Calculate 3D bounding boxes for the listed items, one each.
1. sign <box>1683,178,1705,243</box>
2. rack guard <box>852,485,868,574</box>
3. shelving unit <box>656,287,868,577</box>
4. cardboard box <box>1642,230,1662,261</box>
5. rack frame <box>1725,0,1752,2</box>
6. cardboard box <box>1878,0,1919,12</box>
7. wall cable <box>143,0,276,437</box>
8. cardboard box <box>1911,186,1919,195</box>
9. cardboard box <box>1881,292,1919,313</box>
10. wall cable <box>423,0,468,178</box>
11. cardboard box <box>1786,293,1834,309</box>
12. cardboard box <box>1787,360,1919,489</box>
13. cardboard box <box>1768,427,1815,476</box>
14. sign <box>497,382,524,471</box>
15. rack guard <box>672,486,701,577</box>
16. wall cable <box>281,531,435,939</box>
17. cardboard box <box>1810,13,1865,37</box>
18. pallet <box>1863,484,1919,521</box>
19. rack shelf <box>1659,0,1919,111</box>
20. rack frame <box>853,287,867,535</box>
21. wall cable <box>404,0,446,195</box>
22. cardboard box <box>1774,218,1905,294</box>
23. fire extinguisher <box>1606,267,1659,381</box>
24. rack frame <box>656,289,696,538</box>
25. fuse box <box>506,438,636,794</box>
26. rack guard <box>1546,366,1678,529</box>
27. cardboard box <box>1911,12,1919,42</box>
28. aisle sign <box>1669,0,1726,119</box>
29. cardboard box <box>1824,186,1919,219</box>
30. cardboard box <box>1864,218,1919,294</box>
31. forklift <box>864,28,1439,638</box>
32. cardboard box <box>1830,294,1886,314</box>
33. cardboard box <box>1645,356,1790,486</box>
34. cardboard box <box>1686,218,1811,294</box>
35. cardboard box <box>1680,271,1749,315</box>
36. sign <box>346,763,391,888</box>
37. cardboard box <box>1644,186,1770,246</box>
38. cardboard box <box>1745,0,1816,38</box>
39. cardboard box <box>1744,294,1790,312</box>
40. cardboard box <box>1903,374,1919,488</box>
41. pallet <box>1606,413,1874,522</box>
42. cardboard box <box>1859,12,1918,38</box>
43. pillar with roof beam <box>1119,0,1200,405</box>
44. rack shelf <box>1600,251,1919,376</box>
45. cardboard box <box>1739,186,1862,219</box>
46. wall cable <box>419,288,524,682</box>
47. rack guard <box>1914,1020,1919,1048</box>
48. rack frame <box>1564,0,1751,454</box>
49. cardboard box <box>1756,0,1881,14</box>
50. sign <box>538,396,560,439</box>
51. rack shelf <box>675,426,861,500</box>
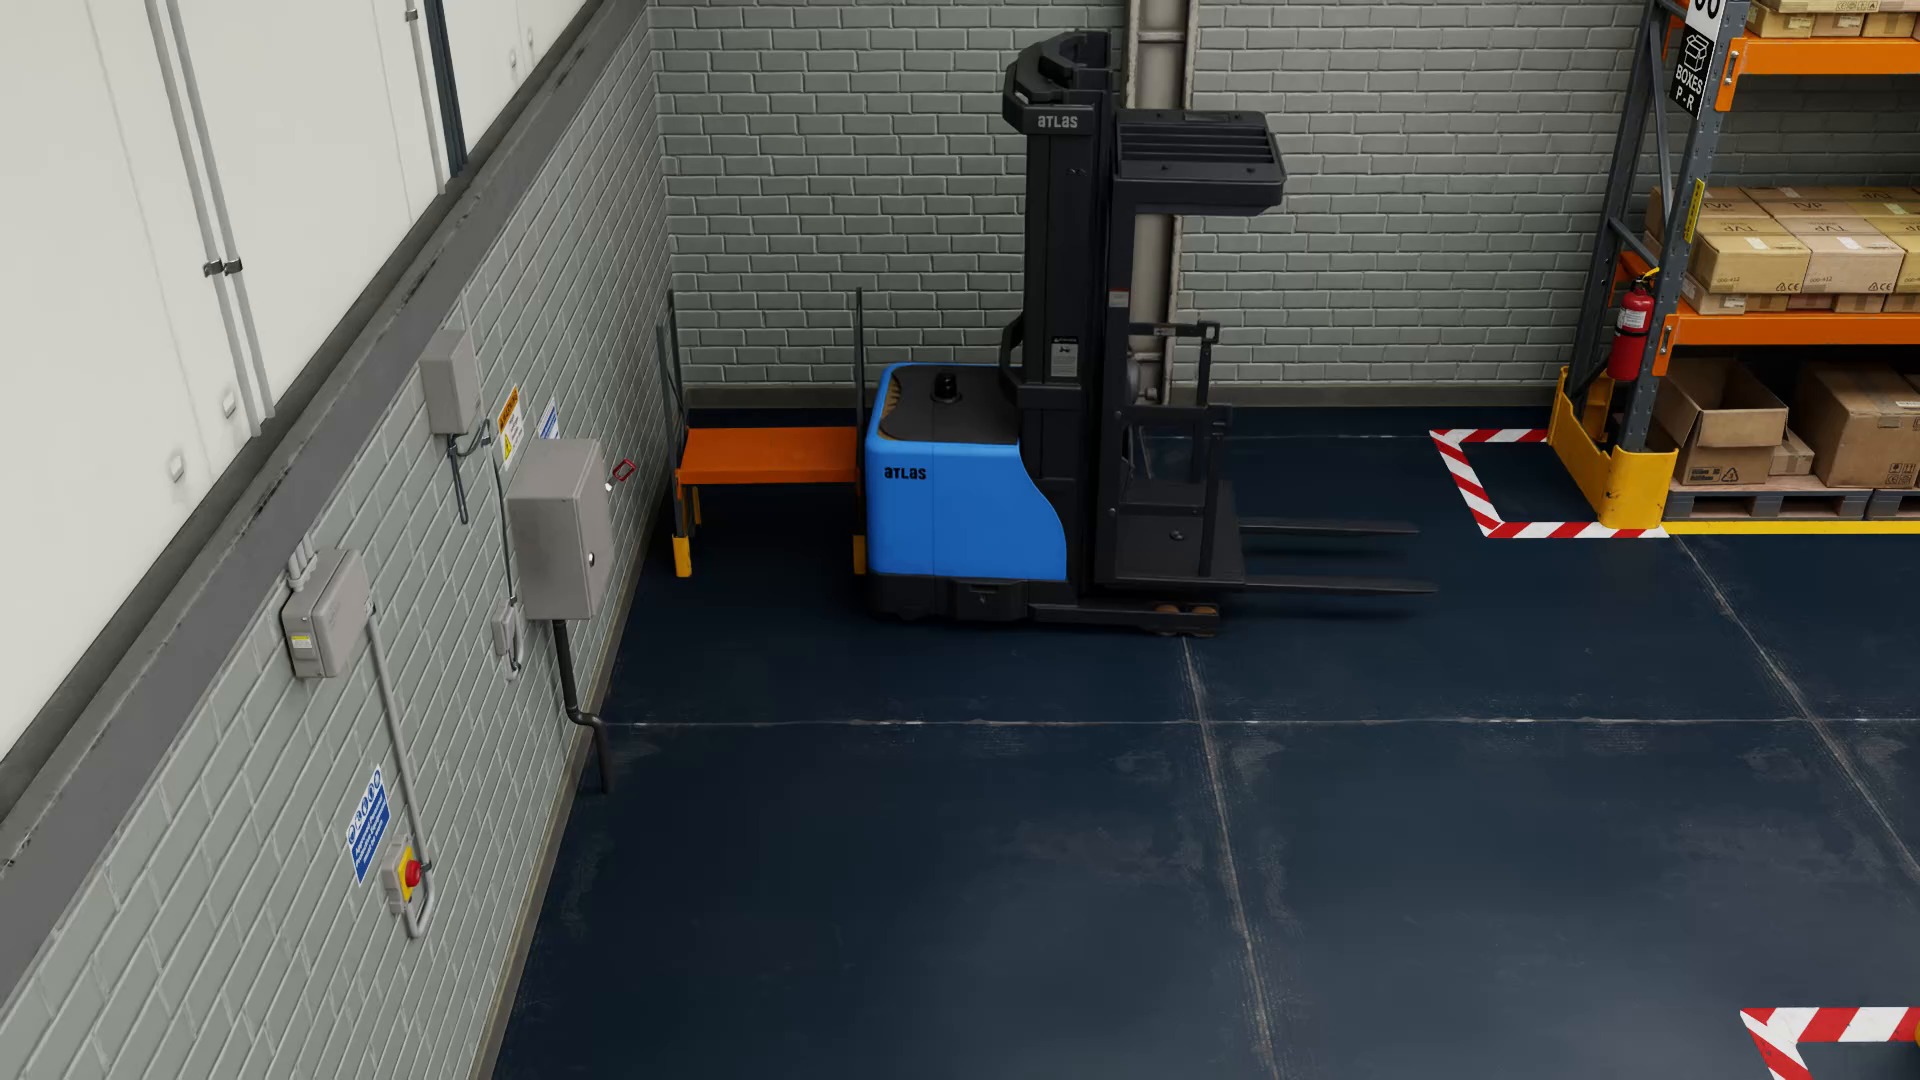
[{"bbox_3d":[3.871,-1.737,8.776,0.005,0.325,0.100,0,31,0],"label":"sign"},{"bbox_3d":[-0.561,-0.067,9.508,0.087,0.250,0.587,-1,31,-1],"label":"rack guard"},{"bbox_3d":[-1.059,-0.594,9.172,1.083,1.500,0.587,-1,31,-1],"label":"shelving unit"},{"bbox_3d":[4.198,-1.681,9.761,0.250,0.149,0.380,-1,31,-1],"label":"cardboard box"},{"bbox_3d":[3.868,-4.213,7.908,0.127,3.000,1.000,0,31,0],"label":"rack frame"},{"bbox_3d":[4.821,-2.866,8.437,0.500,0.250,0.500,0,31,1],"label":"cardboard box"},{"bbox_3d":[-1.785,-1.475,3.395,0.029,3.000,0.463,0,31,0],"label":"wall cable"},{"bbox_3d":[5.860,-1.852,9.658,0.500,0.250,0.500,0,31,0],"label":"cardboard box"},{"bbox_3d":[5.233,-1.416,9.324,0.250,0.149,0.380,0,31,0],"label":"cardboard box"},{"bbox_3d":[-1.766,-3.326,6.410,0.133,3.039,2.988,0,31,0],"label":"wall cable"},{"bbox_3d":[4.715,-1.444,9.369,0.250,0.149,0.380,-1,31,-1],"label":"cardboard box"},{"bbox_3d":[5.335,-0.695,9.897,0.500,0.500,0.700,1,31,2],"label":"cardboard box"},{"bbox_3d":[4.905,-0.543,9.986,0.250,0.149,0.380,-1,31,-2],"label":"cardboard box"},{"bbox_3d":[-1.811,-0.458,6.706,0.001,0.242,0.339,0,31,0],"label":"sign"},{"bbox_3d":[-1.557,-0.052,9.484,0.087,0.250,0.587,-1,31,-1],"label":"rack guard"},{"bbox_3d":[-1.737,0.508,4.900,0.123,1.953,0.585,0,31,0],"label":"wall cable"},{"bbox_3d":[4.450,-2.718,8.578,0.250,0.149,0.380,0,31,1],"label":"cardboard box"},{"bbox_3d":[5.958,-0.462,10.197,1.213,0.211,1.003,0,31,0],"label":"pallet"},{"bbox_3d":[5.868,-2.630,8.883,4.000,0.370,1.077,0,31,0],"label":"rack shelf"},{"bbox_3d":[-0.541,-0.601,9.184,0.032,1.500,0.500,-1,31,-1],"label":"rack frame"},{"bbox_3d":[-1.787,-1.865,4.038,0.029,3.000,2.355,0,31,0],"label":"wall cable"},{"bbox_3d":[4.827,-1.575,9.201,0.500,0.250,0.500,0,31,0],"label":"cardboard box"},{"bbox_3d":[3.723,-1.216,9.185,0.183,0.674,0.296,0,31,0],"label":"fire extinguisher"},{"bbox_3d":[-1.558,-0.586,9.160,0.032,1.500,0.500,-1,31,-1],"label":"rack frame"},{"bbox_3d":[-1.604,0.417,7.303,0.414,1.711,0.539,0,31,0],"label":"fuse box"},{"bbox_3d":[3.944,-0.580,10.113,0.348,0.500,1.175,0,31,0],"label":"rack guard"},{"bbox_3d":[4.956,-2.658,8.478,0.250,0.149,0.380,0,31,1],"label":"cardboard box"},{"bbox_3d":[3.801,-2.607,8.539,0.004,0.787,0.394,0,31,0],"label":"aisle sign"},{"bbox_3d":[5.337,-1.851,9.656,0.500,0.250,0.500,1,31,1],"label":"cardboard box"},{"bbox_3d":[5.334,-1.578,9.206,0.500,0.250,0.500,-1,31,-1],"label":"cardboard box"},{"bbox_3d":[1.041,-1.023,8.500,3.031,2.935,1.130,2,31,3],"label":"forklift"},{"bbox_3d":[4.968,-1.413,9.318,0.250,0.149,0.380,1,31,1],"label":"cardboard box"},{"bbox_3d":[4.480,-0.714,9.925,0.637,0.503,0.797,-1,31,-2],"label":"cardboard box"},{"bbox_3d":[4.323,-1.573,9.198,0.500,0.250,0.500,0,31,0],"label":"cardboard box"},{"bbox_3d":[4.198,-1.400,9.297,0.250,0.149,0.380,0,31,-1],"label":"cardboard box"},{"bbox_3d":[-1.798,0.866,5.060,0.001,0.218,0.327,0,31,0],"label":"sign"},{"bbox_3d":[4.326,-1.851,9.656,0.500,0.250,0.500,1,31,1],"label":"cardboard box"},{"bbox_3d":[4.188,-2.704,8.554,0.250,0.149,0.380,0,31,1],"label":"cardboard box"},{"bbox_3d":[4.452,-1.425,9.338,0.250,0.149,0.380,1,31,1],"label":"cardboard box"},{"bbox_3d":[5.864,-0.644,9.814,0.500,0.500,0.500,0,31,1],"label":"cardboard box"},{"bbox_3d":[4.741,-0.459,10.193,1.213,0.211,1.003,0,31,0],"label":"pallet"},{"bbox_3d":[4.707,-2.710,8.565,0.250,0.149,0.380,0,31,0],"label":"cardboard box"},{"bbox_3d":[1.192,-2.439,4.985,0.400,9.000,9.100,0,31,0],"label":"pillar with roof beam"},{"bbox_3d":[5.868,-1.347,9.661,4.000,0.370,1.077,0,31,0],"label":"rack shelf"},{"bbox_3d":[4.842,-1.852,9.657,0.500,0.250,0.500,0,31,0],"label":"cardboard box"},{"bbox_3d":[-1.757,-0.214,6.121,0.122,1.984,0.588,0,31,0],"label":"wall cable"},{"bbox_3d":[3.877,1.995,5.869,0.348,0.500,1.175,0,31,0],"label":"rack guard"},{"bbox_3d":[3.868,-1.649,9.464,0.127,3.000,1.000,0,31,0],"label":"rack frame"},{"bbox_3d":[4.313,-2.854,8.417,0.500,0.250,0.500,-1,31,-1],"label":"cardboard box"},{"bbox_3d":[-1.814,-0.349,7.414,0.001,0.494,0.329,0,31,0],"label":"sign"},{"bbox_3d":[-1.050,-0.440,9.265,1.000,0.185,0.538,-1,31,-1],"label":"rack shelf"}]
